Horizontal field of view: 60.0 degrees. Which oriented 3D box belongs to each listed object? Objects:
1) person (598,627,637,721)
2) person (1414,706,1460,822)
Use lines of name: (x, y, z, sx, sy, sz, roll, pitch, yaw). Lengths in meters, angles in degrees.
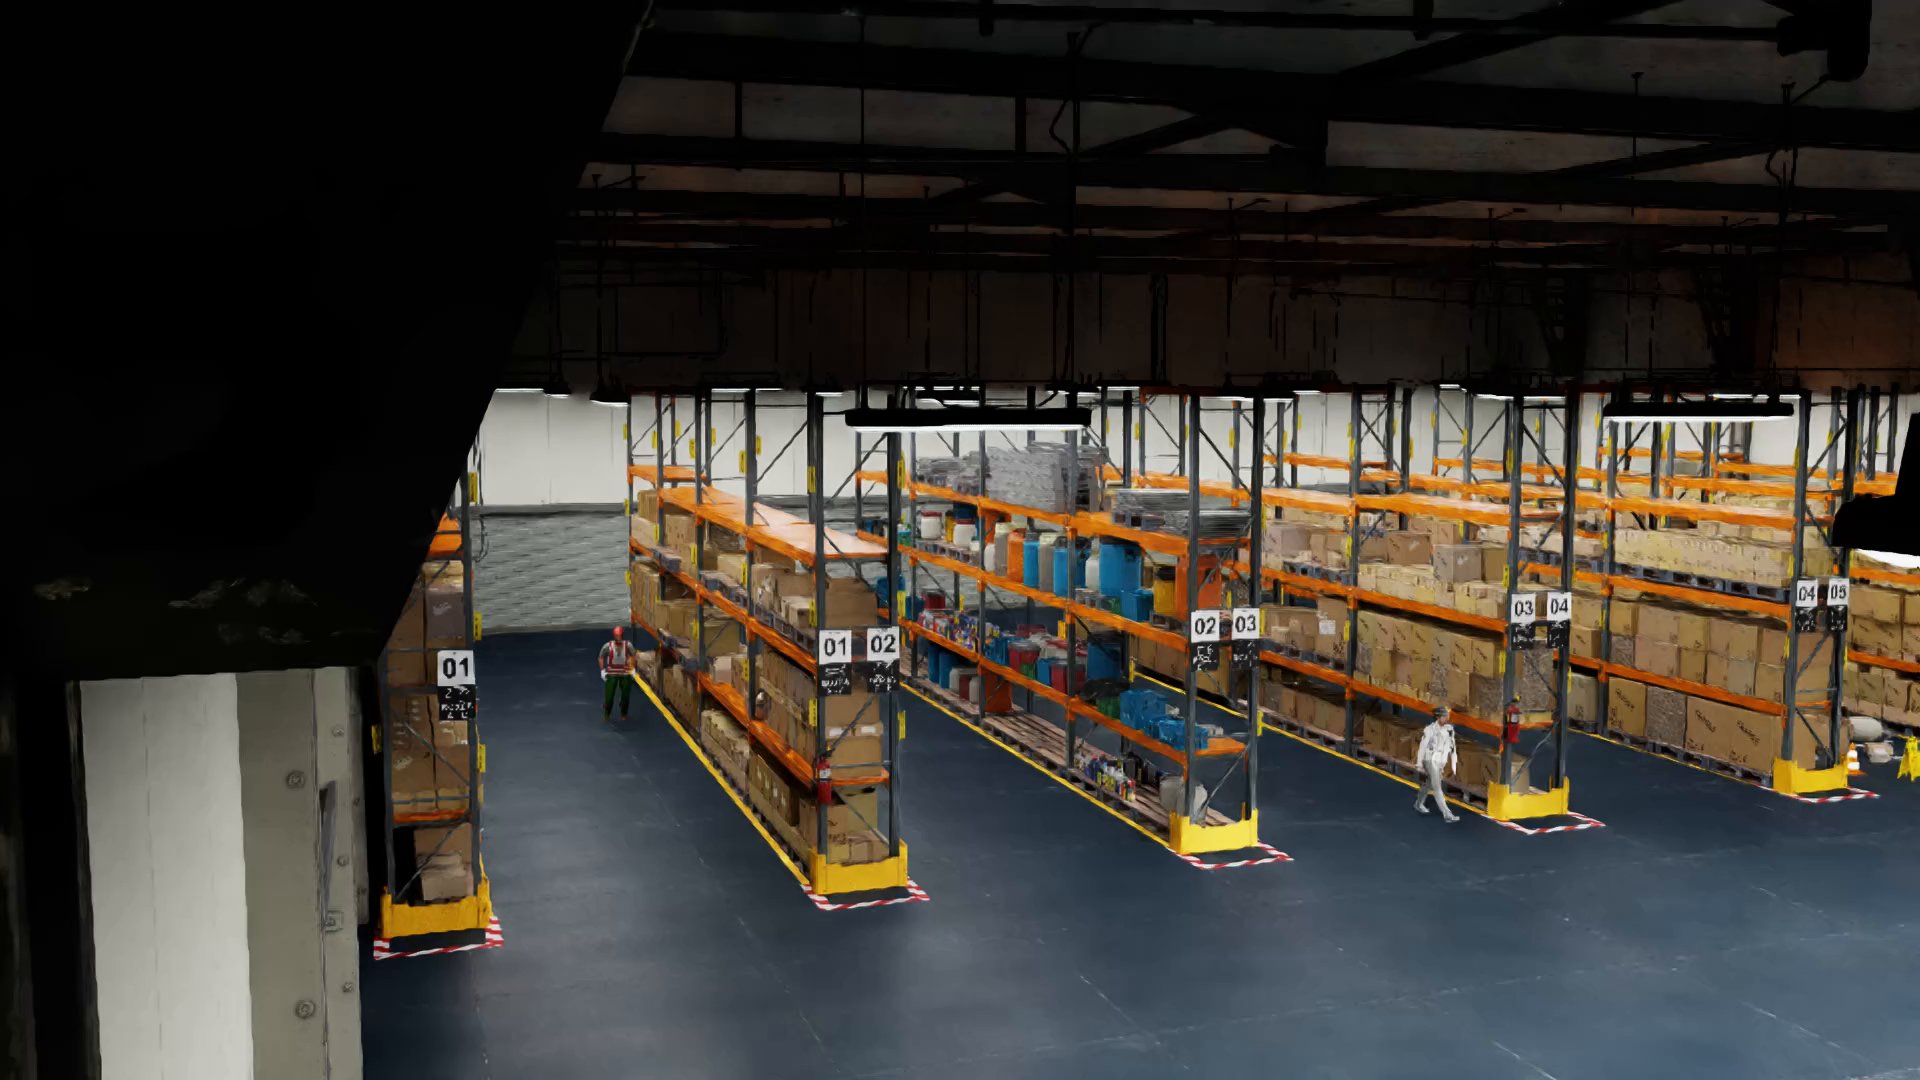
person: (-6.133, 2.397, 29.817, 0.677, 1.742, 0.552, -2, 6, -19)
person: (6.743, 3.101, 23.313, 0.502, 1.609, 1.027, -3, 7, -25)
